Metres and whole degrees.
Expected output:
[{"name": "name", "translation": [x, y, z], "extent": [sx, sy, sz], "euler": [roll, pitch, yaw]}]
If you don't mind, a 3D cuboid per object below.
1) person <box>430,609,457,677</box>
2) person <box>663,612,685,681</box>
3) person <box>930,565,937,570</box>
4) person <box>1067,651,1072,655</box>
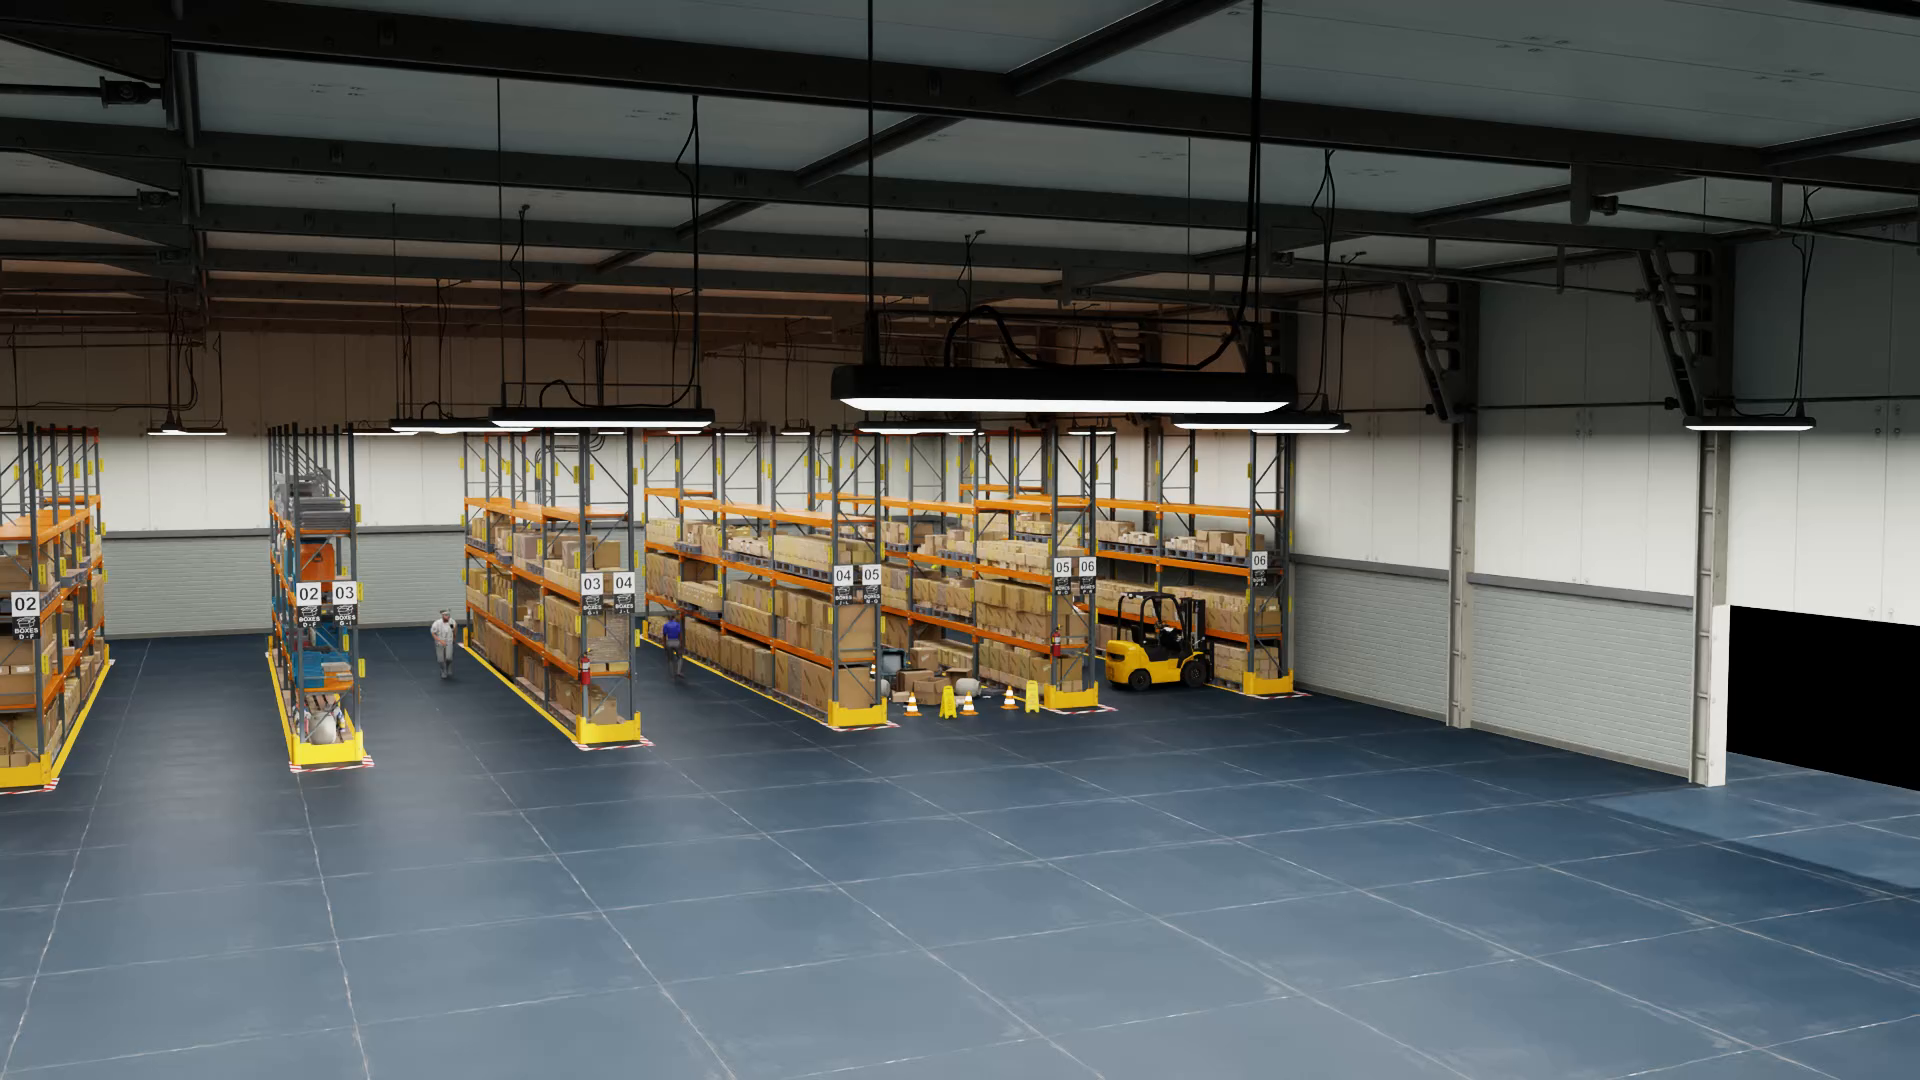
[{"name": "person", "translation": [-12.318, 2.460, 39.709], "extent": [0.606, 1.685, 0.736], "euler": [-1, 4, -16]}, {"name": "person", "translation": [-6.724, 2.509, 39.081], "extent": [0.513, 1.647, 0.477], "euler": [-1, 4, -9]}, {"name": "person", "translation": [-0.797, 1.639, 52.701], "extent": [1.019, 1.731, 0.527], "euler": [-1, 4, -21]}, {"name": "person", "translation": [2.665, 2.267, 42.186], "extent": [0.580, 1.763, 0.598], "euler": [-3, 4, -38]}]
